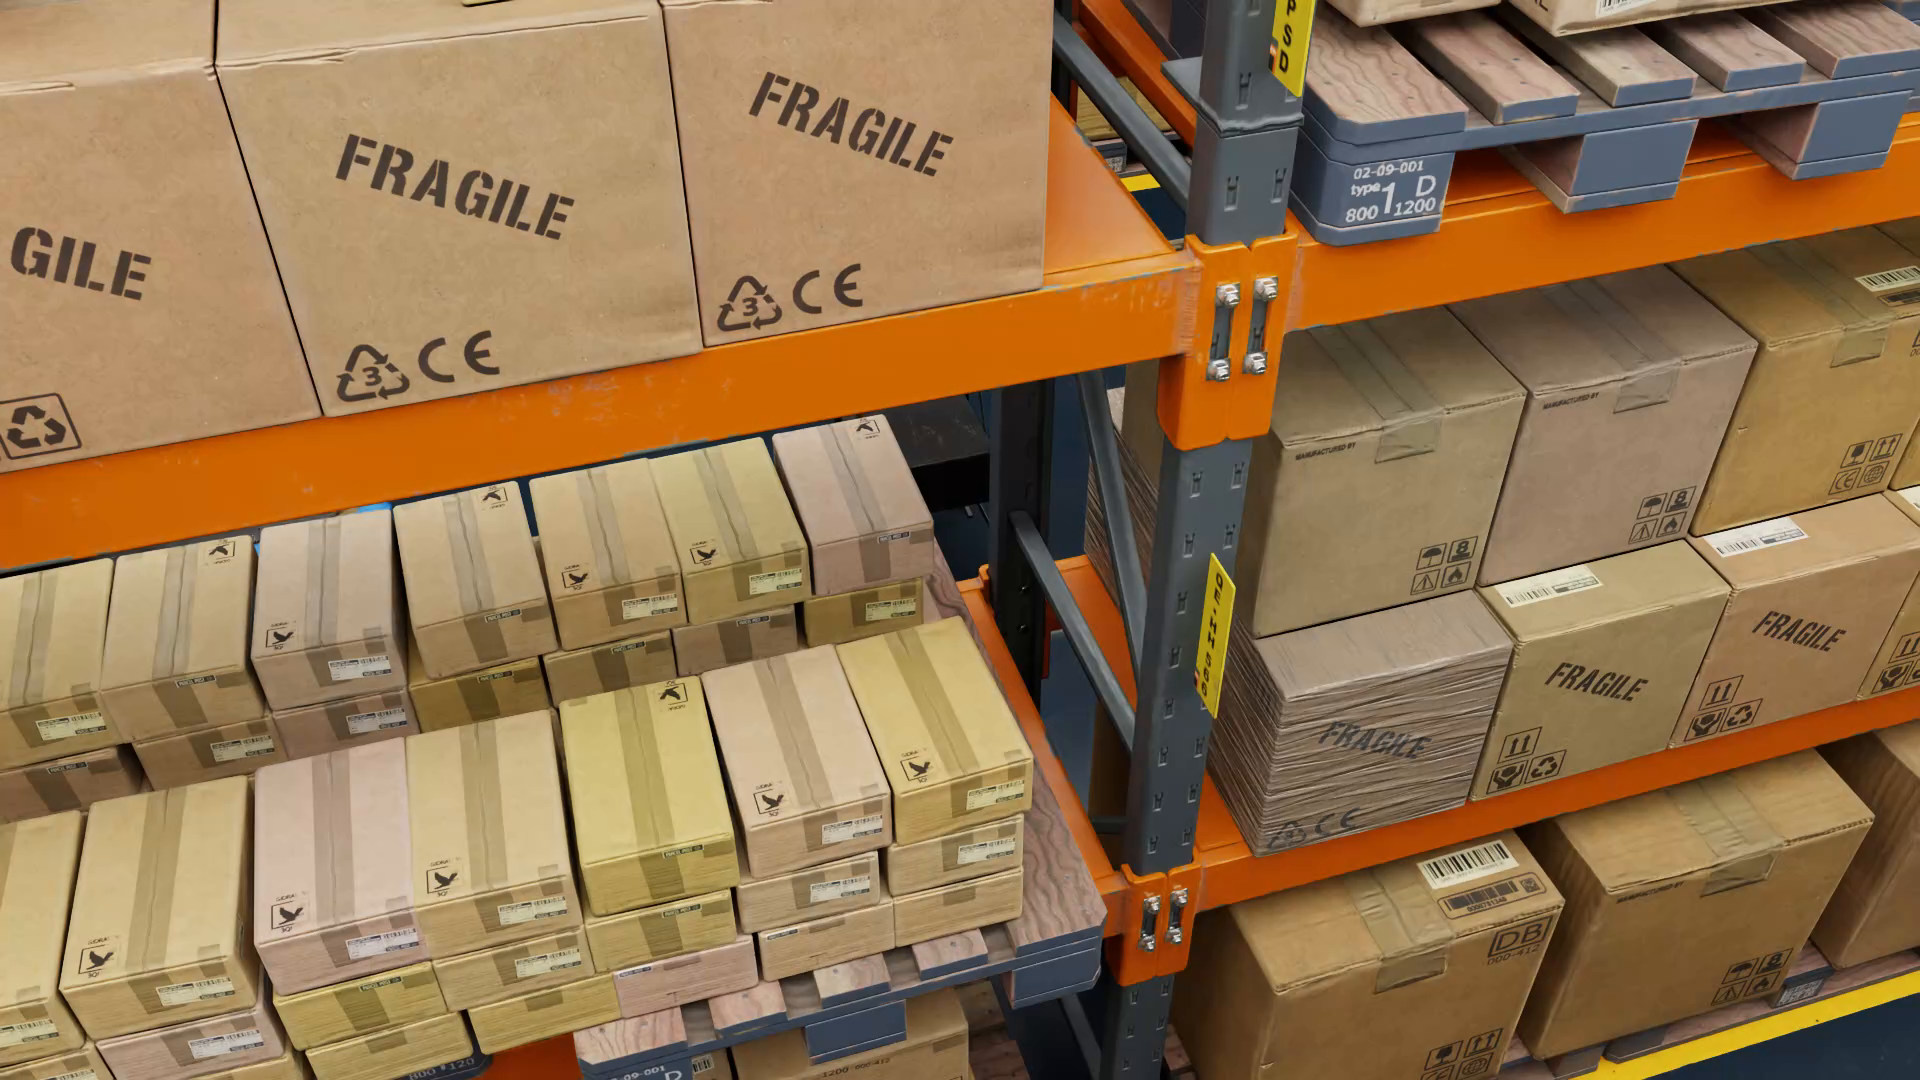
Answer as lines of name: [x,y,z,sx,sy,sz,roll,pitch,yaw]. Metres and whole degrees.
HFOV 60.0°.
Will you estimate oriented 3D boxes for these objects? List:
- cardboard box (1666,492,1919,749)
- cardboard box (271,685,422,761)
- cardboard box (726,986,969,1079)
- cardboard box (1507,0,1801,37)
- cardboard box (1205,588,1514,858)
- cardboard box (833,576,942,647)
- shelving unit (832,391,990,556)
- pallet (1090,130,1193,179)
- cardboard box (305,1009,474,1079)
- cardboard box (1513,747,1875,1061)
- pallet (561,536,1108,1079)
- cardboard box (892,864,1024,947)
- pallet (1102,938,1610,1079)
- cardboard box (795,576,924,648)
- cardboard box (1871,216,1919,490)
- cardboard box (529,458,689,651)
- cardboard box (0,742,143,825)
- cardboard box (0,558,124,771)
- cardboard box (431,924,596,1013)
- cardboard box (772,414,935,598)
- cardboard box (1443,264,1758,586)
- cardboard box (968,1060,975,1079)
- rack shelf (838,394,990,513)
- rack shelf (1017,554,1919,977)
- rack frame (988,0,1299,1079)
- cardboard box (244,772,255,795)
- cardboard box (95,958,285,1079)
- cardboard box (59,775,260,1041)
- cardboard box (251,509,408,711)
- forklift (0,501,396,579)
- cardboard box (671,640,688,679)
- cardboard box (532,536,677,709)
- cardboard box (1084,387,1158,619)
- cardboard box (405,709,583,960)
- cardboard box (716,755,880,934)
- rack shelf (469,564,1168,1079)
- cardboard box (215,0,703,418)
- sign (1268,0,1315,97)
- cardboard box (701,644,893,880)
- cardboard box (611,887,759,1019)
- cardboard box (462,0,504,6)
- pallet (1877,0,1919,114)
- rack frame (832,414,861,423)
cardboard box: [1.752,0.081,3.801,0.500,0.500,0.500,-12,42,-13]
cardboard box: [-1.234,0.242,3.339,0.250,0.149,0.380,-12,42,-13]
cardboard box: [-0.296,1.040,3.790,0.500,0.250,0.500,-13,43,-14]
cardboard box: [1.034,-1.057,2.573,0.500,0.311,0.500,-12,42,-13]
cardboard box: [0.786,0.283,3.570,0.500,0.500,0.500,-11,42,-13]
cardboard box: [-0.210,0.138,3.684,0.250,0.149,0.380,-12,43,-14]
shelving unit: [-0.158,-0.758,5.522,0.503,2.100,0.431,-12,42,-13]
pallet: [0.601,-2.189,8.595,1.213,0.211,1.003,-12,42,-13]
cardboard box: [-1.033,0.762,2.969,0.250,0.149,0.380,-13,43,-15]
cardboard box: [1.718,0.690,4.571,0.750,0.750,1.050,-11,42,-12]
pallet: [-0.371,0.520,3.521,1.003,0.211,1.213,-12,42,-13]
cardboard box: [-0.055,0.562,3.198,0.250,0.149,0.380,-11,42,-12]
pallet: [1.052,1.181,4.737,1.213,0.211,1.003,-12,42,-13]
cardboard box: [-0.244,0.034,3.577,0.250,0.149,0.380,-10,42,-11]
cardboard box: [2.166,-0.562,3.777,0.500,0.500,0.700,-12,43,-13]
cardboard box: [-0.713,0.022,3.364,0.250,0.149,0.380,-12,43,-13]
cardboard box: [-1.728,0.345,3.221,0.250,0.149,0.380,-10,42,-12]
cardboard box: [-1.714,0.230,3.127,0.250,0.149,0.380,-12,43,-14]
cardboard box: [-0.800,0.604,2.924,0.250,0.149,0.380,-12,42,-13]
cardboard box: [-0.226,-0.077,3.478,0.250,0.149,0.380,-12,42,-13]
cardboard box: [1.190,-0.358,3.544,0.500,0.500,0.700,-12,43,-14]
cardboard box: [-0.272,1.317,4.043,0.500,0.500,0.500,-12,43,-13]
rack shelf: [-0.158,-0.221,5.991,0.480,0.518,0.431,-12,42,-13]
rack shelf: [2.185,0.115,4.385,4.000,0.370,1.077,-12,42,-13]
rack frame: [0.277,0.240,3.696,0.127,3.000,1.000,-12,42,-13]
cardboard box: [-1.474,0.401,3.383,0.250,0.149,0.380,-11,42,-12]
cardboard box: [-1.287,0.704,2.810,0.250,0.149,0.380,-11,42,-12]
cardboard box: [-1.287,0.591,2.713,0.250,0.149,0.380,-10,42,-11]
cardboard box: [-1.223,0.129,3.242,0.250,0.149,0.380,-10,42,-11]
forklift: [-3.170,-0.256,4.315,3.031,2.935,1.130,-16,44,-18]
cardboard box: [-0.723,0.245,3.562,0.250,0.149,0.380,-10,42,-11]
cardboard box: [-0.756,0.143,3.452,0.250,0.149,0.380,-13,43,-14]
cardboard box: [0.626,-0.055,3.958,0.500,0.500,0.500,-12,42,-13]
cardboard box: [-0.796,0.492,2.827,0.250,0.149,0.380,-11,42,-12]
cardboard box: [-0.311,0.501,3.042,0.250,0.149,0.380,-10,42,-11]
rack shelf: [-1.630,0.906,3.480,4.000,0.370,1.077,-12,42,-13]
cardboard box: [-0.664,-0.548,2.242,0.500,0.500,0.500,-12,42,-13]
sign: [0.438,-0.744,2.148,0.005,0.325,0.100,-12,42,-13]
cardboard box: [-0.293,0.385,2.949,0.250,0.149,0.380,-12,43,-14]
cardboard box: [-0.538,0.661,3.085,0.250,0.149,0.380,-11,42,-12]
cardboard box: [-0.515,-0.862,2.019,0.258,0.266,0.396,-12,42,-13]
pallet: [1.941,-1.202,3.210,1.213,0.211,1.003,-10,42,-11]
rack frame: [-0.391,-0.710,5.467,0.015,2.100,0.400,-12,42,-13]
